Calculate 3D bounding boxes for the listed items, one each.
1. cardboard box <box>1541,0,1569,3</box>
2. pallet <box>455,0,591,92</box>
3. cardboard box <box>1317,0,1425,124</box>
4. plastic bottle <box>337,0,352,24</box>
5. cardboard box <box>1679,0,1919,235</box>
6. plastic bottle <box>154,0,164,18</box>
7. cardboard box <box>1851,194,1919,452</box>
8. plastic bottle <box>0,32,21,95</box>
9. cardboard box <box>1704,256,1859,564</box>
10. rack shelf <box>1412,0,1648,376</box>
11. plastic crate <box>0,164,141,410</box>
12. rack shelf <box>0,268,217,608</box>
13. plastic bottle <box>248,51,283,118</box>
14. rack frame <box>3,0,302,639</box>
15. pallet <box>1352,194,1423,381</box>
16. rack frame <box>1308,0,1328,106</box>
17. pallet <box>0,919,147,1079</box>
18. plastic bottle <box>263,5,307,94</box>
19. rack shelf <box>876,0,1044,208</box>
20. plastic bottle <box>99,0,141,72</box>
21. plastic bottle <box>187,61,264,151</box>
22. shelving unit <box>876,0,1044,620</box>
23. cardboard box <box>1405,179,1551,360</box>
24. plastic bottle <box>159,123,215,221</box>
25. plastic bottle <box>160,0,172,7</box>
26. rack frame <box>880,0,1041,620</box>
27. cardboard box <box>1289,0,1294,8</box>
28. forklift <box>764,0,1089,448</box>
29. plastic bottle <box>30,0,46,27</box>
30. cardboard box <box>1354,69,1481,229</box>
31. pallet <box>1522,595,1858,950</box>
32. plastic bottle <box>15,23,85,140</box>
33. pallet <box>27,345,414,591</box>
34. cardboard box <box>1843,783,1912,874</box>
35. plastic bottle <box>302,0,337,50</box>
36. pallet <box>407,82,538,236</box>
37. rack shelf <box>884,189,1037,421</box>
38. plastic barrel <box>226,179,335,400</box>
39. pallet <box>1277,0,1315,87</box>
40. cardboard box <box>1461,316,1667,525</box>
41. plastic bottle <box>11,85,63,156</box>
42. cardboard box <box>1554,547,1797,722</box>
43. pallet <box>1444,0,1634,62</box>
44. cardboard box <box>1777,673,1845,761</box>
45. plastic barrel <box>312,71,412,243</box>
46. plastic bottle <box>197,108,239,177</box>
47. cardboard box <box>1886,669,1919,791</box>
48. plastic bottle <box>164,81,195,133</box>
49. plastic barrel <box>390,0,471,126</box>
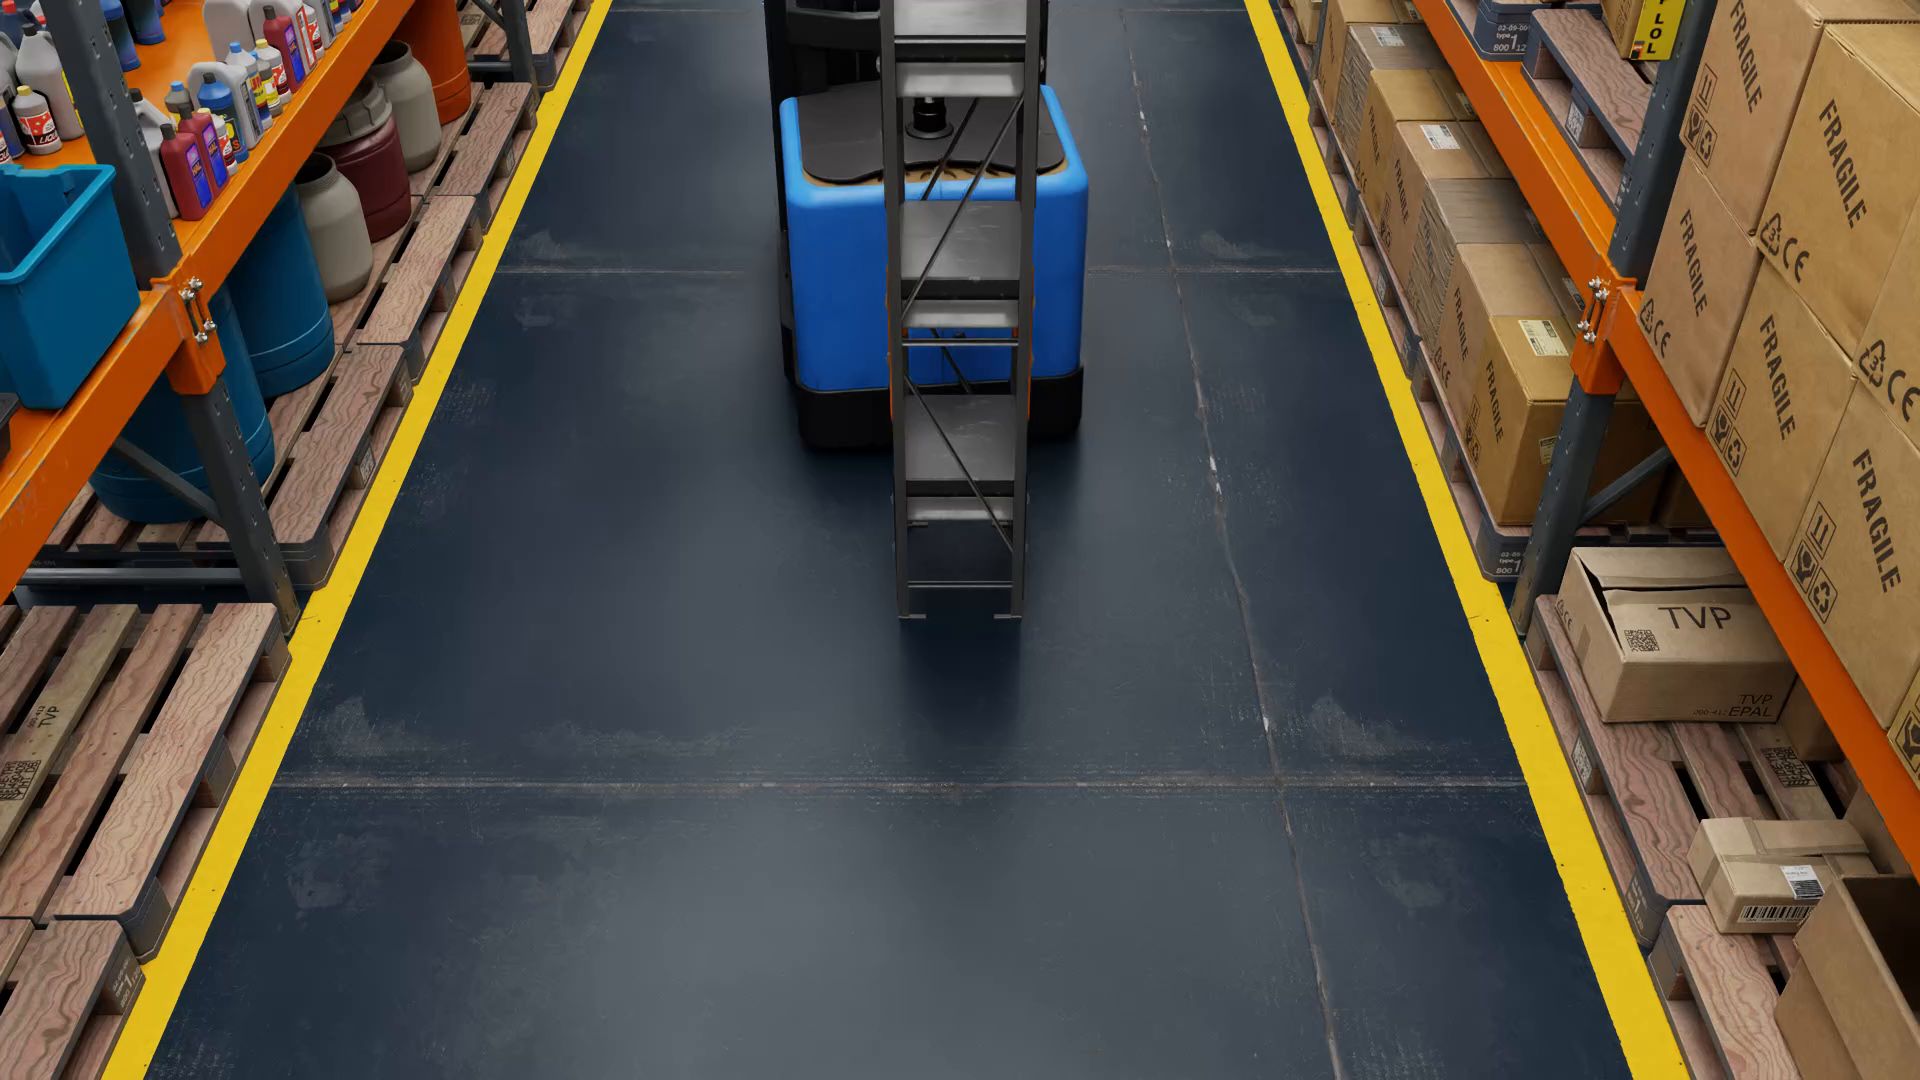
[{"bbox_3d":[2.233,-2.200,5.681,0.700,0.500,0.500,-9,40,-11],"label":"cardboard box"},{"bbox_3d":[-2.624,-2.789,9.062,1.003,0.211,1.213,0,39,0],"label":"pallet"},{"bbox_3d":[2.007,-2.306,7.875,0.500,0.500,0.500,2,39,2],"label":"cardboard box"},{"bbox_3d":[-2.251,-1.988,5.936,0.097,0.271,0.097,0,39,0],"label":"plastic bottle"},{"bbox_3d":[2.016,-1.027,3.753,0.500,0.500,0.500,1,39,1],"label":"cardboard box"},{"bbox_3d":[-2.949,-2.016,5.971,0.097,0.271,0.097,0,39,0],"label":"plastic bottle"},{"bbox_3d":[2.017,-0.383,2.950,0.500,0.500,0.500,-1,39,-1],"label":"cardboard box"},{"bbox_3d":[-2.985,-1.447,5.196,0.144,0.351,0.185,0,39,0],"label":"plastic bottle"},{"bbox_3d":[2.028,-0.293,3.637,0.500,0.500,0.500,1,39,1],"label":"cardboard box"},{"bbox_3d":[2.294,-1.863,6.251,1.077,0.370,4.000,0,39,0],"label":"rack shelf"},{"bbox_3d":[-2.315,-0.617,4.086,0.392,0.384,0.575,0,39,0],"label":"plastic crate"},{"bbox_3d":[-2.655,0.640,3.128,1.077,0.370,4.000,0,39,0],"label":"rack shelf"},{"bbox_3d":[-2.250,-1.466,5.339,0.097,0.201,0.097,0,39,0],"label":"plastic bottle"},{"bbox_3d":[-2.657,-0.891,4.464,1.000,3.000,0.127,0,39,0],"label":"rack frame"},{"bbox_3d":[2.253,-1.078,6.926,1.003,0.211,1.213,0,39,0],"label":"pallet"},{"bbox_3d":[2.292,-3.394,7.587,1.000,3.000,0.127,0,39,0],"label":"rack frame"},{"bbox_3d":[-2.613,1.421,3.808,1.003,0.211,1.213,0,39,0],"label":"pallet"},{"bbox_3d":[-2.232,-1.631,5.480,0.061,0.283,0.133,0,39,0],"label":"plastic bottle"},{"bbox_3d":[0.000,-1.251,4.535,0.431,0.518,0.480,0,39,0],"label":"rack shelf"},{"bbox_3d":[-2.857,-1.727,5.610,0.097,0.271,0.097,0,39,0],"label":"plastic bottle"},{"bbox_3d":[-2.277,-1.362,5.150,0.152,0.276,0.135,0,39,0],"label":"plastic bottle"},{"bbox_3d":[0.000,-0.716,4.964,0.431,2.100,0.503,0,39,0],"label":"shelving unit"},{"bbox_3d":[2.017,-1.020,6.271,0.500,0.500,0.500,0,39,1],"label":"cardboard box"},{"bbox_3d":[-2.231,-1.076,4.787,0.061,0.283,0.133,0,39,0],"label":"plastic bottle"},{"bbox_3d":[-2.986,-2.136,6.056,0.144,0.351,0.185,0,39,0],"label":"plastic bottle"},{"bbox_3d":[0.000,-0.563,4.774,0.400,2.100,0.015,0,39,0],"label":"rack frame"},{"bbox_3d":[2.043,-3.136,9.128,0.500,0.250,0.500,0,39,-1],"label":"cardboard box"},{"bbox_3d":[-0.234,-2.394,6.393,1.130,2.935,3.031,-4,39,-5],"label":"forklift"},{"bbox_3d":[-2.982,-1.633,5.488,0.152,0.276,0.135,0,39,0],"label":"plastic bottle"},{"bbox_3d":[2.008,-1.664,7.075,0.500,0.500,0.500,-1,39,-1],"label":"cardboard box"},{"bbox_3d":[2.296,0.625,4.801,1.003,0.211,1.213,0,39,0],"label":"pallet"},{"bbox_3d":[-2.841,-1.447,5.196,0.144,0.351,0.185,0,39,0],"label":"plastic bottle"},{"bbox_3d":[-2.616,-0.286,5.938,1.003,0.211,1.213,0,39,0],"label":"pallet"},{"bbox_3d":[2.582,0.810,4.139,0.500,0.311,0.500,0,39,0],"label":"cardboard box"},{"bbox_3d":[-2.278,-1.857,5.768,0.152,0.276,0.135,0,39,0],"label":"plastic bottle"},{"bbox_3d":[-2.619,-1.812,7.842,1.003,0.211,1.213,0,39,0],"label":"pallet"},{"bbox_3d":[0.000,-0.705,4.973,0.431,0.518,0.480,0,39,0],"label":"rack shelf"},{"bbox_3d":[-2.641,-1.020,5.966,0.600,0.901,0.708,0,39,0],"label":"plastic barrel"},{"bbox_3d":[2.330,-2.821,9.101,1.003,0.211,1.213,0,39,0],"label":"pallet"},{"bbox_3d":[2.009,-0.397,5.494,0.500,0.500,0.500,0,39,0],"label":"cardboard box"},{"bbox_3d":[-2.856,-1.300,5.133,0.097,0.201,0.097,0,39,0],"label":"plastic bottle"},{"bbox_3d":[2.081,0.247,4.841,0.500,0.311,0.500,0,39,0],"label":"cardboard box"},{"bbox_3d":[2.299,-2.103,6.129,1.003,0.211,1.213,0,39,0],"label":"pallet"},{"bbox_3d":[2.581,0.267,4.665,0.500,0.500,0.500,0,39,0],"label":"cardboard box"},{"bbox_3d":[-2.643,-1.604,6.945,0.600,0.588,0.708,0,39,0],"label":"plastic barrel"},{"bbox_3d":[-2.249,-1.199,5.007,0.097,0.201,0.097,0,39,0],"label":"plastic bottle"},{"bbox_3d":[2.029,0.338,2.849,0.500,0.500,0.500,-1,39,-1],"label":"cardboard box"},{"bbox_3d":[-2.402,-1.321,5.158,0.097,0.201,0.097,0,39,0],"label":"plastic bottle"},{"bbox_3d":[-2.644,-2.404,7.751,0.600,0.830,0.708,0,39,0],"label":"plastic barrel"}]
